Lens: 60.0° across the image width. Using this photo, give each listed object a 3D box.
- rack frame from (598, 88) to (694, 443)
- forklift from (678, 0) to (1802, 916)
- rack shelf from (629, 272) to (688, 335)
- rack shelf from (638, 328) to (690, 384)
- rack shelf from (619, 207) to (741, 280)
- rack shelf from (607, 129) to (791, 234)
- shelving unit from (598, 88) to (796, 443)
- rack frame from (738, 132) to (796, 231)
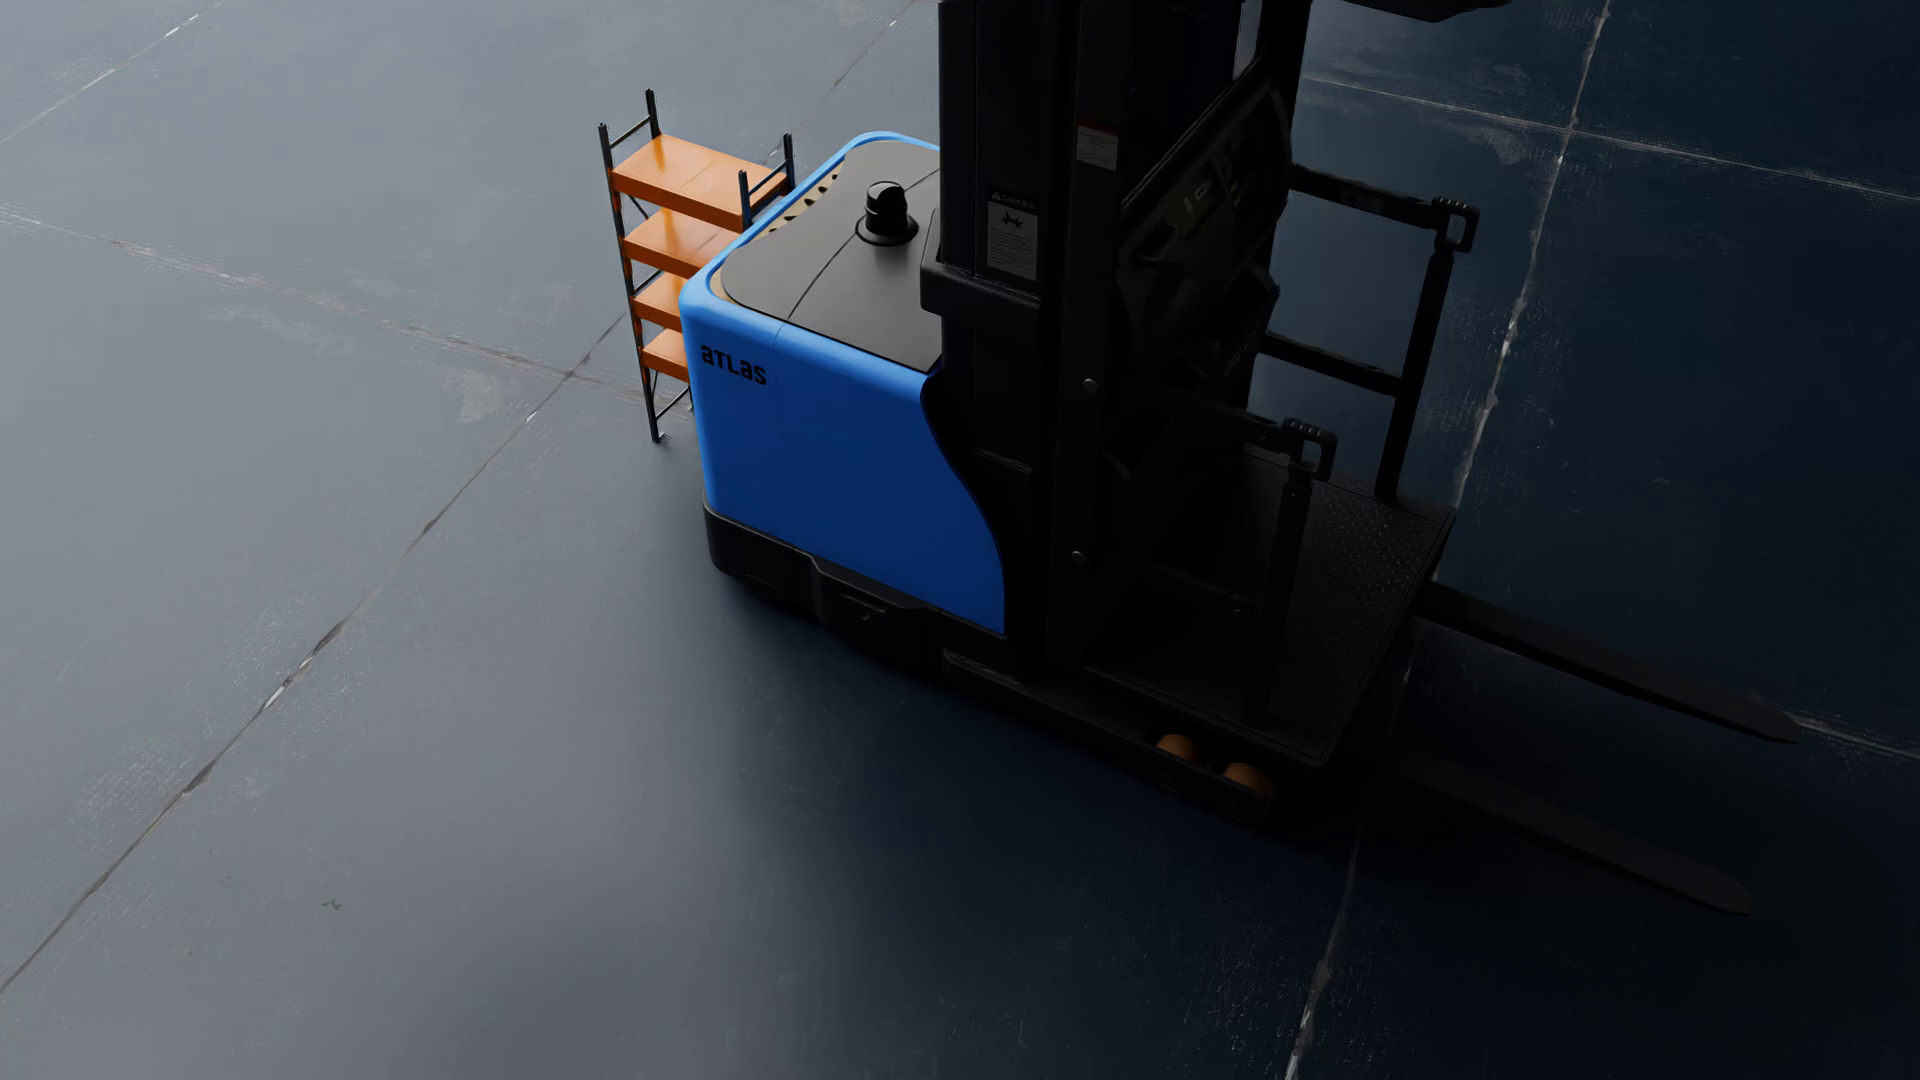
[{"bbox_3d":[-0.966,-0.826,5.229,0.015,1.200,0.240,22,49,21],"label":"rack frame"},{"bbox_3d":[0.767,-0.711,3.886,3.031,2.935,1.130,22,49,21],"label":"forklift"},{"bbox_3d":[-0.755,-0.692,5.190,0.480,0.148,0.258,22,49,21],"label":"rack shelf"},{"bbox_3d":[-0.755,-0.551,5.330,0.480,0.148,0.258,22,49,21],"label":"rack shelf"},{"bbox_3d":[-0.755,-0.851,5.033,0.480,0.148,0.258,22,49,21],"label":"rack shelf"},{"bbox_3d":[-0.755,-1.018,4.866,0.480,0.148,0.258,22,49,21],"label":"rack shelf"},{"bbox_3d":[-0.755,-0.740,5.143,0.503,1.200,0.258,22,49,21],"label":"shelving unit"},{"bbox_3d":[-0.544,-0.654,5.056,0.015,1.200,0.240,22,49,21],"label":"rack frame"}]
